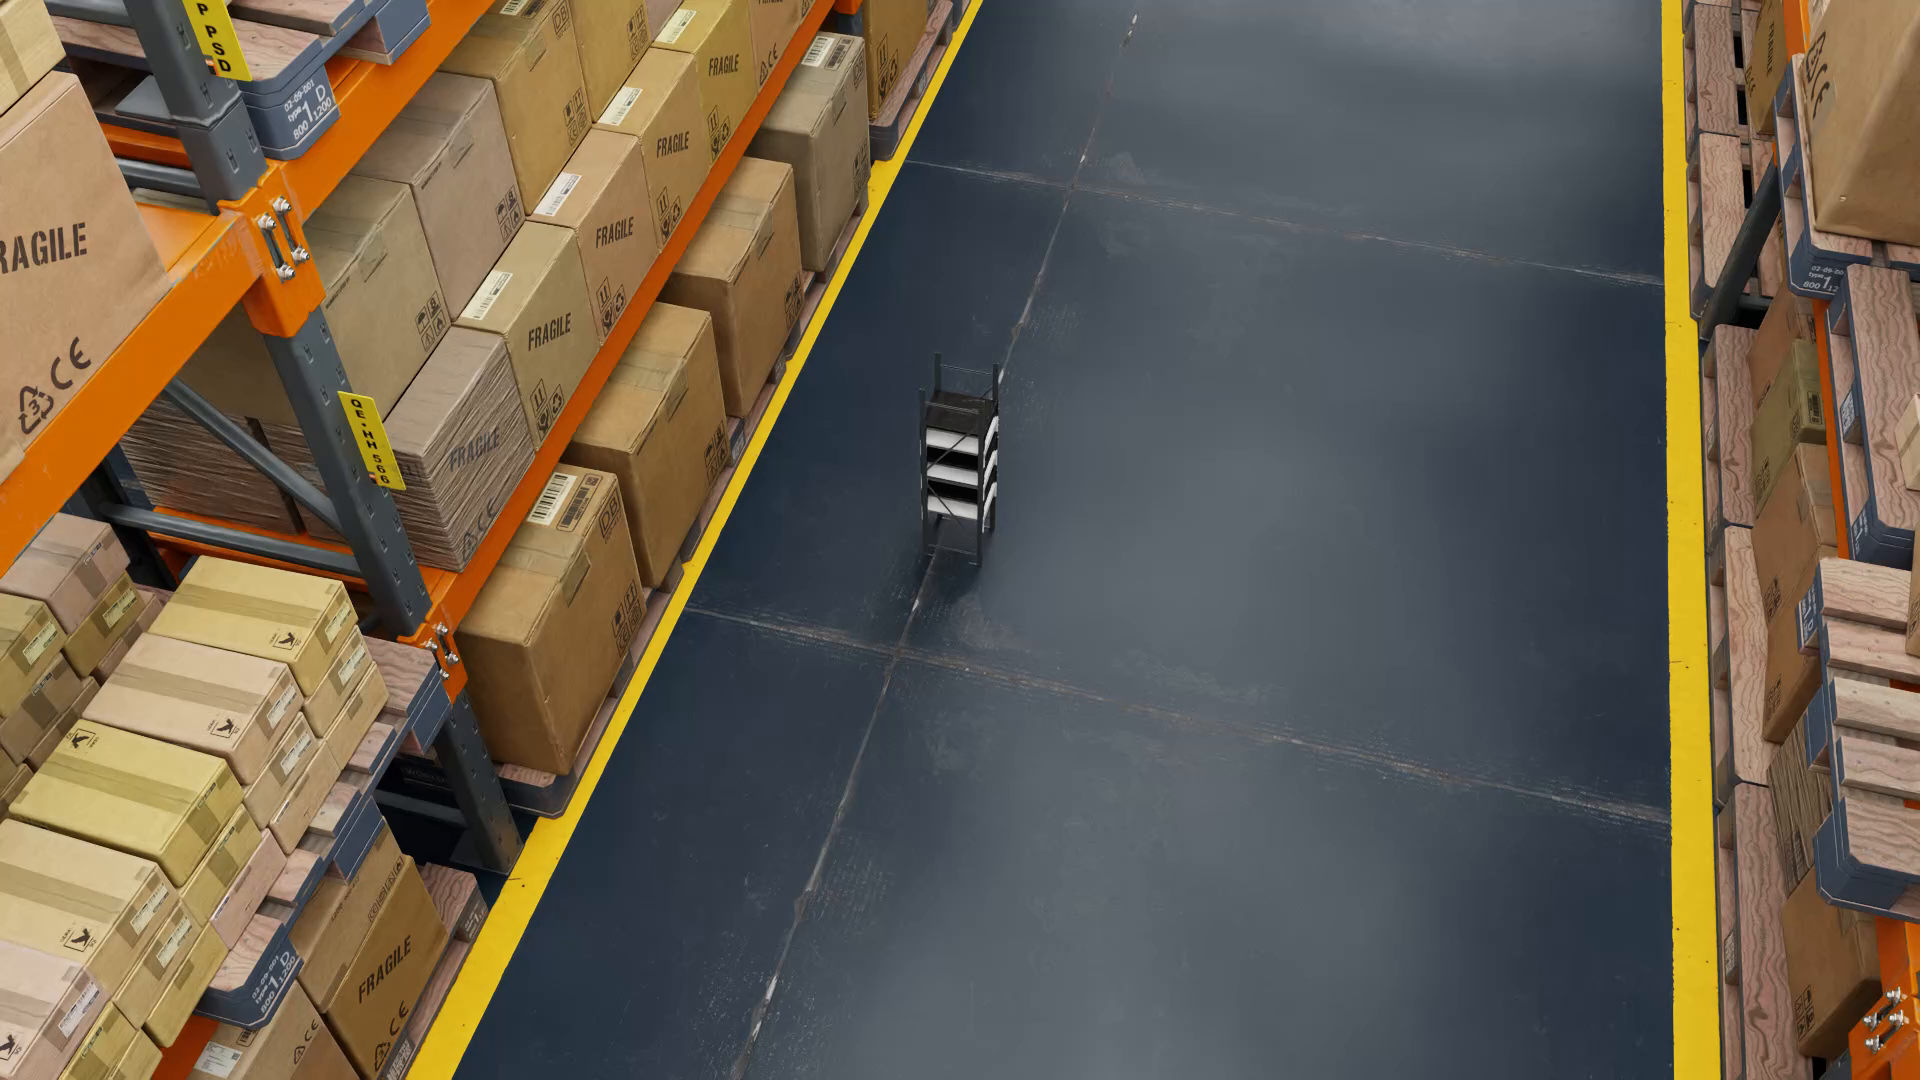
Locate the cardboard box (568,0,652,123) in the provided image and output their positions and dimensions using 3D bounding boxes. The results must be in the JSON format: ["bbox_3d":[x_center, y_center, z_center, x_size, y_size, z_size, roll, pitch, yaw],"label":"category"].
[{"bbox_3d":[-1.473,-1.783,5.508,0.700,0.500,0.500,11,50,10],"label":"cardboard box"}]

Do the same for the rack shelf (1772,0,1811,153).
[{"bbox_3d":[4.338,-3.039,7.830,1.077,0.370,4.000,12,50,10],"label":"rack shelf"}]

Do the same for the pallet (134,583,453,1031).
[{"bbox_3d":[-2.085,0.611,4.257,1.213,0.211,1.003,12,50,10],"label":"pallet"}]

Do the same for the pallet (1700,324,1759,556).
[{"bbox_3d":[3.608,-0.344,6.832,1.003,0.211,1.213,12,50,10],"label":"pallet"}]

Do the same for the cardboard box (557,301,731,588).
[{"bbox_3d":[-1.526,-0.439,6.276,1.050,0.750,0.750,12,50,11],"label":"cardboard box"}]

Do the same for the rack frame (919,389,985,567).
[{"bbox_3d":[-0.029,-0.218,6.261,0.240,0.900,0.006,12,50,10],"label":"rack frame"}]

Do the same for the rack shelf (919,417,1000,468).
[{"bbox_3d":[-0.002,-0.389,6.216,0.258,0.077,0.200,12,50,10],"label":"rack shelf"}]

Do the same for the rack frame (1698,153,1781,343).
[{"bbox_3d":[3.812,-1.830,6.283,1.000,3.000,0.127,12,50,10],"label":"rack frame"}]

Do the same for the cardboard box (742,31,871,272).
[{"bbox_3d":[-1.024,-1.810,7.486,1.050,0.750,0.750,11,50,10],"label":"cardboard box"}]

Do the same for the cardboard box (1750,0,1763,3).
[{"bbox_3d":[4.560,-3.148,8.833,0.500,0.500,0.500,24,53,20],"label":"cardboard box"}]

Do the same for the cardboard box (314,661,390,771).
[{"bbox_3d":[-1.686,0.403,4.200,0.380,0.149,0.250,12,50,11],"label":"cardboard box"}]

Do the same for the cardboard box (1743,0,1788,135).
[{"bbox_3d":[4.186,-2.304,8.088,0.500,0.500,0.500,8,49,7],"label":"cardboard box"}]

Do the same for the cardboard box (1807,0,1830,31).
[{"bbox_3d":[3.660,-2.139,6.724,0.380,0.149,0.250,12,50,10],"label":"cardboard box"}]

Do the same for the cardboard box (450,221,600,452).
[{"bbox_3d":[-1.490,-0.662,5.185,0.500,0.500,0.500,11,50,10],"label":"cardboard box"}]

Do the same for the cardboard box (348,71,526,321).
[{"bbox_3d":[-1.740,-1.041,4.854,0.700,0.500,0.500,11,49,9],"label":"cardboard box"}]

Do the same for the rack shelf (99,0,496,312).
[{"bbox_3d":[-1.473,-2.190,5.080,1.077,0.370,4.000,12,50,10],"label":"rack shelf"}]

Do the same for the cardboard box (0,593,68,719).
[{"bbox_3d":[-2.376,0.250,3.939,0.380,0.149,0.250,10,49,9],"label":"cardboard box"}]

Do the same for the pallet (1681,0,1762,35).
[{"bbox_3d":[4.596,-3.165,9.321,1.003,0.211,1.213,12,50,10],"label":"pallet"}]

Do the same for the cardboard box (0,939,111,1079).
[{"bbox_3d":[-1.959,0.941,3.328,0.380,0.149,0.250,12,50,10],"label":"cardboard box"}]

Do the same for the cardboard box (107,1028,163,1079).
[{"bbox_3d":[-1.959,1.143,3.547,0.380,0.149,0.250,10,49,8],"label":"cardboard box"}]

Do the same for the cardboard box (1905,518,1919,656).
[{"bbox_3d":[2.913,0.069,4.260,0.700,0.500,0.500,18,51,16],"label":"cardboard box"}]

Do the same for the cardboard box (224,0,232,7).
[{"bbox_3d":[-1.758,-1.280,3.618,0.380,0.149,0.250,10,49,9],"label":"cardboard box"}]

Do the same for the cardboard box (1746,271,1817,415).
[{"bbox_3d":[3.629,-0.709,6.667,0.700,0.500,0.500,8,49,7],"label":"cardboard box"}]

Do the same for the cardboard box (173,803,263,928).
[{"bbox_3d":[-1.826,0.689,3.750,0.380,0.149,0.250,13,50,11],"label":"cardboard box"}]

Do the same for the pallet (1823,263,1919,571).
[{"bbox_3d":[3.240,-0.313,5.073,1.003,0.211,1.213,12,50,10],"label":"pallet"}]

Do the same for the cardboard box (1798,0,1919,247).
[{"bbox_3d":[3.467,-1.620,5.418,1.000,1.000,1.000,12,50,10],"label":"cardboard box"}]

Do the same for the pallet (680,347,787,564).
[{"bbox_3d":[-1.396,-0.501,6.970,1.003,0.211,1.213,12,50,10],"label":"pallet"}]

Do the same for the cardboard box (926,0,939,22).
[{"bbox_3d":[-0.480,-3.412,8.816,0.875,0.875,0.875,12,50,10],"label":"cardboard box"}]

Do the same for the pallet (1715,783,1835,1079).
[{"bbox_3d":[2.966,1.421,5.274,1.003,0.211,1.213,12,50,10],"label":"pallet"}]

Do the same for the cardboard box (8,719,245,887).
[{"bbox_3d":[-1.824,0.574,3.652,0.380,0.149,0.250,13,50,11],"label":"cardboard box"}]

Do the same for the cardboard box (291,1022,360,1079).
[{"bbox_3d":[-2.061,1.602,4.641,0.500,0.500,0.500,13,50,12],"label":"cardboard box"}]

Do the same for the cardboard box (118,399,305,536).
[{"bbox_3d":[-2.140,-0.401,4.955,0.500,0.500,0.500,12,50,10],"label":"cardboard box"}]

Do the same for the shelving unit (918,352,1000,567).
[{"bbox_3d":[-0.002,-0.292,6.326,0.258,0.900,0.210,12,50,10],"label":"shelving unit"}]

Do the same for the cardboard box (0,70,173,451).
[{"bbox_3d":[-1.905,-0.551,3.087,0.500,0.500,0.500,12,50,10],"label":"cardboard box"}]

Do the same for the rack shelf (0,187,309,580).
[{"bbox_3d":[-2.526,0.703,2.526,1.077,0.370,4.000,12,50,10],"label":"rack shelf"}]

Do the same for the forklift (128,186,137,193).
[{"bbox_3d":[-3.333,-2.232,6.684,1.130,2.935,3.031,-31,55,-24],"label":"forklift"}]

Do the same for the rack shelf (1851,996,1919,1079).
[{"bbox_3d":[2.232,2.748,2.723,1.077,0.370,4.000,12,50,10],"label":"rack shelf"}]

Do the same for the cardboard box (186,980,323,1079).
[{"bbox_3d":[-2.049,1.365,4.350,0.500,0.250,0.500,12,50,11],"label":"cardboard box"}]

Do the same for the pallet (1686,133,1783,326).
[{"bbox_3d":[3.954,-1.400,7.764,1.003,0.211,1.213,12,50,10],"label":"pallet"}]

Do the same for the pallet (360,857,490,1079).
[{"bbox_3d":[-2.207,1.499,5.205,1.003,0.211,1.213,12,50,10],"label":"pallet"}]

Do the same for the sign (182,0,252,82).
[{"bbox_3d":[-1.477,-1.044,3.244,0.100,0.325,0.005,12,50,10],"label":"sign"}]

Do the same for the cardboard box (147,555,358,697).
[{"bbox_3d":[-1.686,0.204,3.979,0.380,0.149,0.250,10,49,9],"label":"cardboard box"}]

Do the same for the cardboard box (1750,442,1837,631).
[{"bbox_3d":[3.339,0.037,6.009,0.700,0.500,0.500,8,49,7],"label":"cardboard box"}]

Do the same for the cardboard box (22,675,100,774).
[{"bbox_3d":[-2.383,0.433,4.173,0.380,0.149,0.250,14,50,12],"label":"cardboard box"}]

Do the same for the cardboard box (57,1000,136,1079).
[{"bbox_3d":[-1.960,1.049,3.431,0.380,0.149,0.250,11,50,10],"label":"cardboard box"}]

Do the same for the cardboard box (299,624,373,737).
[{"bbox_3d":[-1.690,0.304,4.089,0.380,0.149,0.250,12,50,11],"label":"cardboard box"}]

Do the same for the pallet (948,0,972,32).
[{"bbox_3d":[-0.352,-3.379,9.510,1.003,0.211,1.213,12,50,10],"label":"pallet"}]

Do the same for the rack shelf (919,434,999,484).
[{"bbox_3d":[-0.002,-0.329,6.284,0.258,0.077,0.200,12,50,10],"label":"rack shelf"}]

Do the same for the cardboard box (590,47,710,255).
[{"bbox_3d":[-1.224,-1.386,5.825,0.500,0.500,0.500,11,50,10],"label":"cardboard box"}]

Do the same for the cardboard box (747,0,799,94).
[{"bbox_3d":[-0.959,-2.119,6.472,0.500,0.500,0.500,11,50,10],"label":"cardboard box"}]

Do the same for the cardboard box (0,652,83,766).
[{"bbox_3d":[-2.390,0.364,4.036,0.380,0.149,0.250,14,50,12],"label":"cardboard box"}]

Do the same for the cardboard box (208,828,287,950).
[{"bbox_3d":[-1.820,0.768,3.877,0.380,0.149,0.250,12,50,11],"label":"cardboard box"}]

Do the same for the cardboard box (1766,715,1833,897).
[{"bbox_3d":[3.049,0.852,5.290,0.700,0.500,0.500,8,49,7],"label":"cardboard box"}]

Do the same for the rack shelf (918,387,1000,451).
[{"bbox_3d":[-0.002,-0.449,6.149,0.258,0.077,0.200,12,50,10],"label":"rack shelf"}]

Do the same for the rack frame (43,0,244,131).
[{"bbox_3d":[-2.000,-1.974,2.409,1.000,3.000,0.127,12,50,10],"label":"rack frame"}]
